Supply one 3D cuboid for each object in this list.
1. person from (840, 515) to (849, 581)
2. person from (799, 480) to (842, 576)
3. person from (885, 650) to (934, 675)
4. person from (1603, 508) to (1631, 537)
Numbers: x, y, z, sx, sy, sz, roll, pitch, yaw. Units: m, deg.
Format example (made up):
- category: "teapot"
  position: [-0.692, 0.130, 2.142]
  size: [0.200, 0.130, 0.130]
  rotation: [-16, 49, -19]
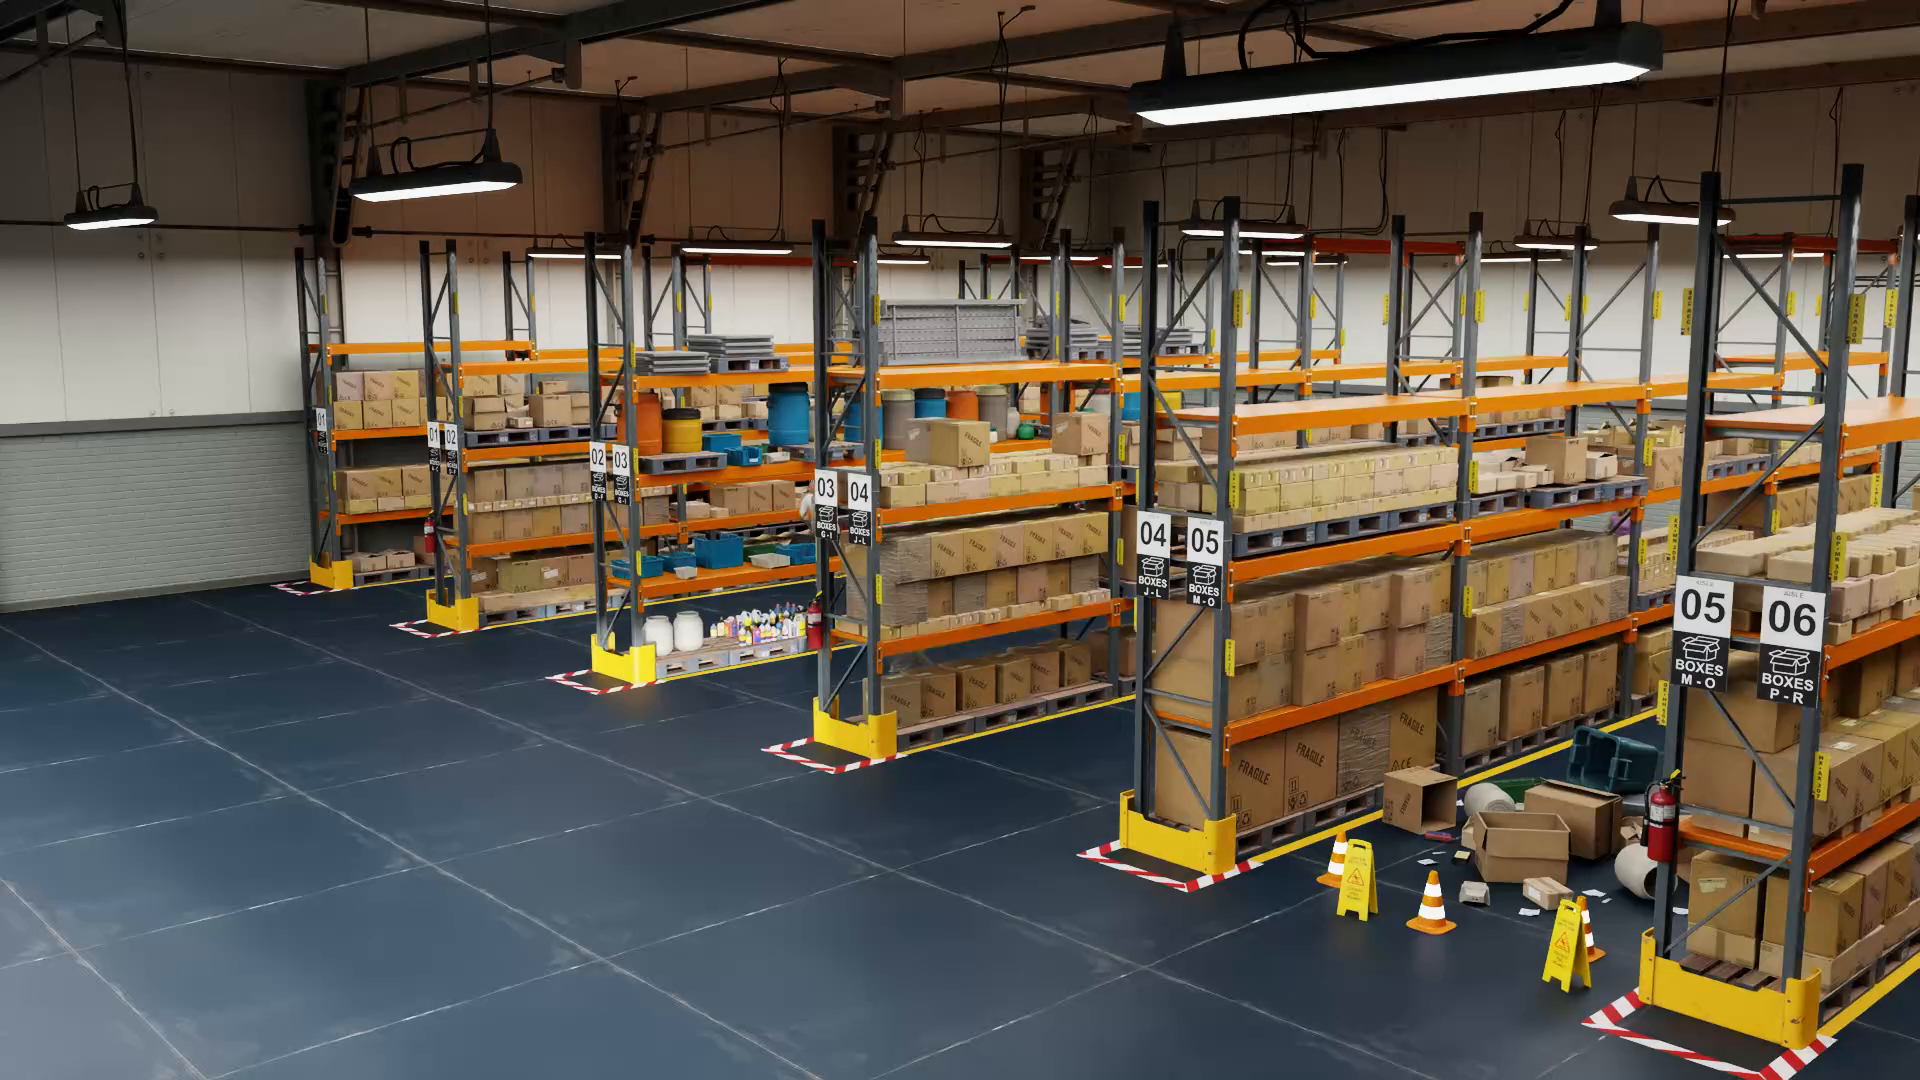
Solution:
- category: "person"
  position: [-1.824, -0.141, 28.496]
  size: [0.646, 1.883, 0.715]
  rotation: [5, 10, 33]
- category: "person"
  position: [-2.427, -0.203, 29.053]
  size: [0.719, 1.727, 0.974]
  rotation: [4, 9, 27]
- category: "person"
  position: [-0.780, 1.097, 21.976]
  size: [1.104, 1.553, 0.615]
  rotation: [-5, 10, -29]
- category: "person"
  position: [11.520, 0.111, 29.006]
  size: [0.527, 1.626, 0.825]
  rotation: [6, 11, 37]
